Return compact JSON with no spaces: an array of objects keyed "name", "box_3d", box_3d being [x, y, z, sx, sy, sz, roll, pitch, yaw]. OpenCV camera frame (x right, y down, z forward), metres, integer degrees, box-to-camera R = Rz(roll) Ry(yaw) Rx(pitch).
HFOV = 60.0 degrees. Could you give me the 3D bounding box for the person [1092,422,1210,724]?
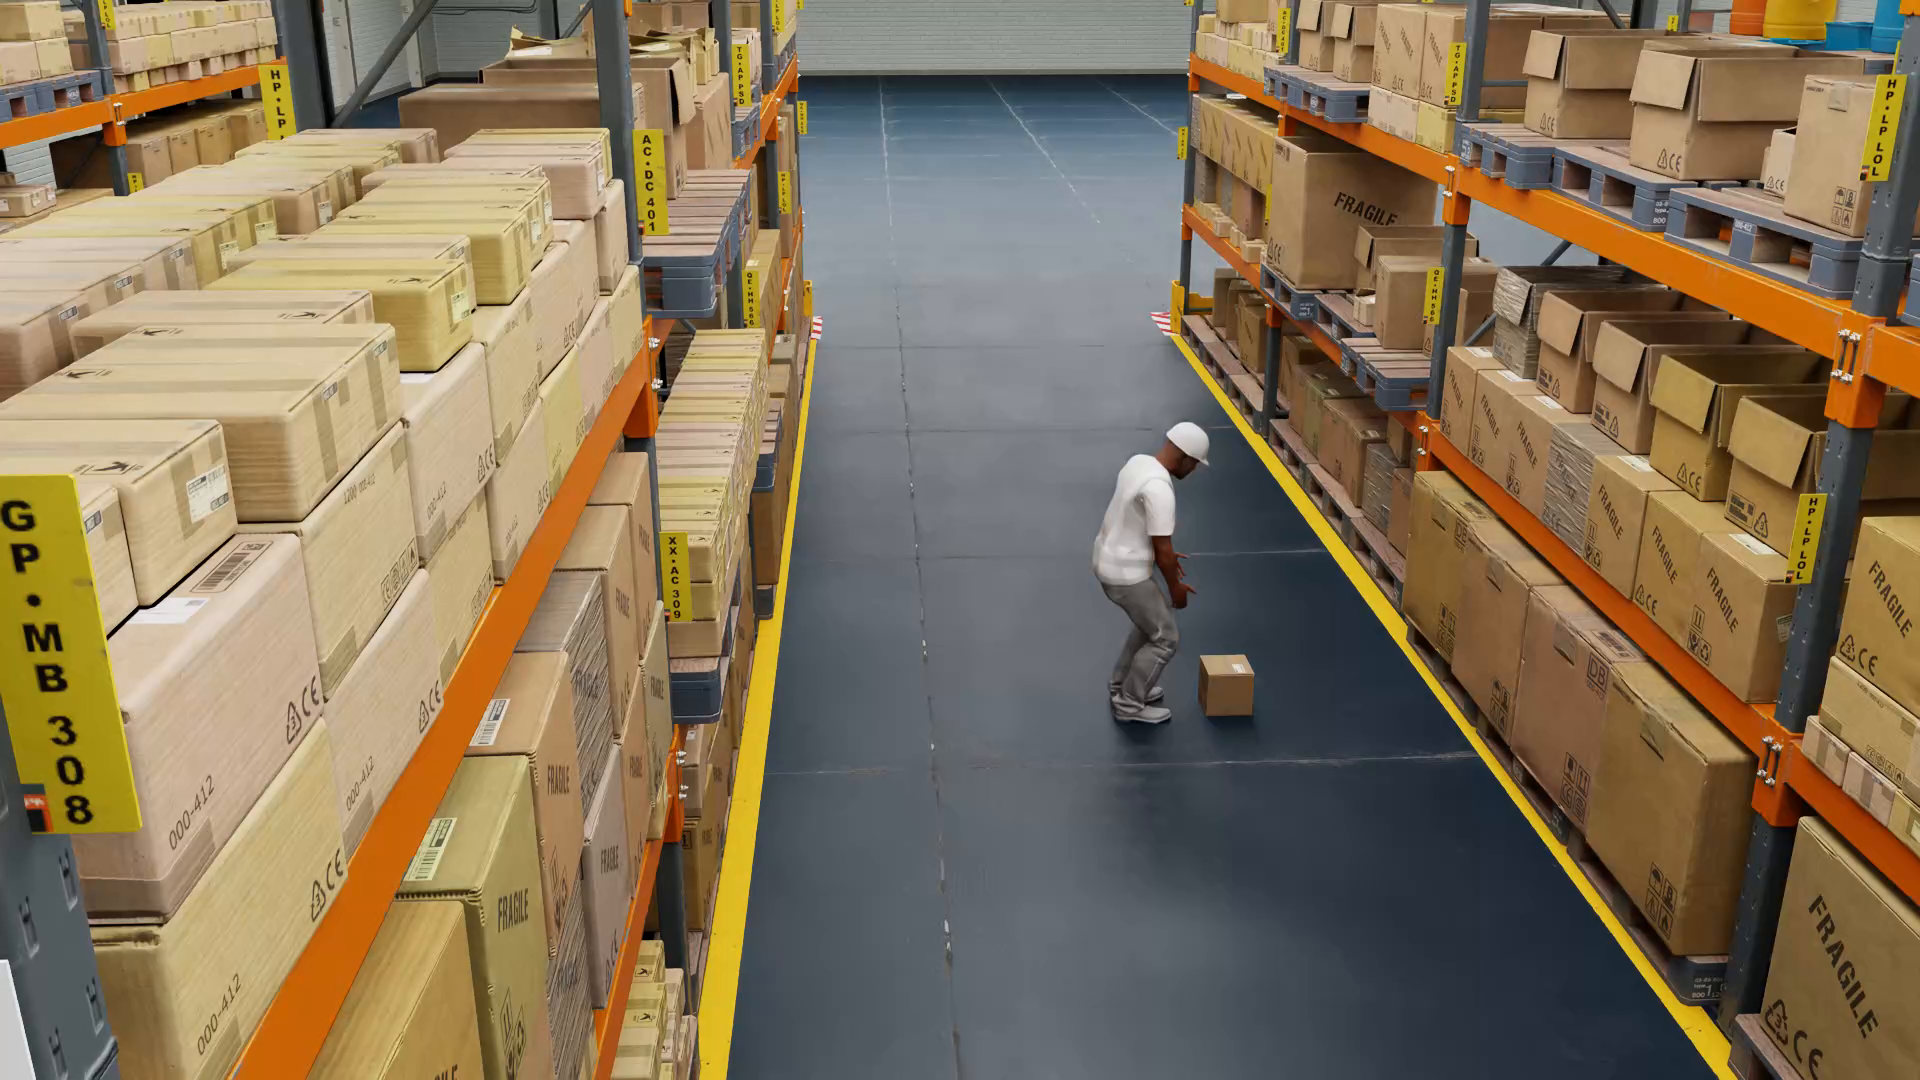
[{"name":"person","box_3d":[1.003,0.154,8.848,0.599,1.613,0.616,-1,20,-2]}]
